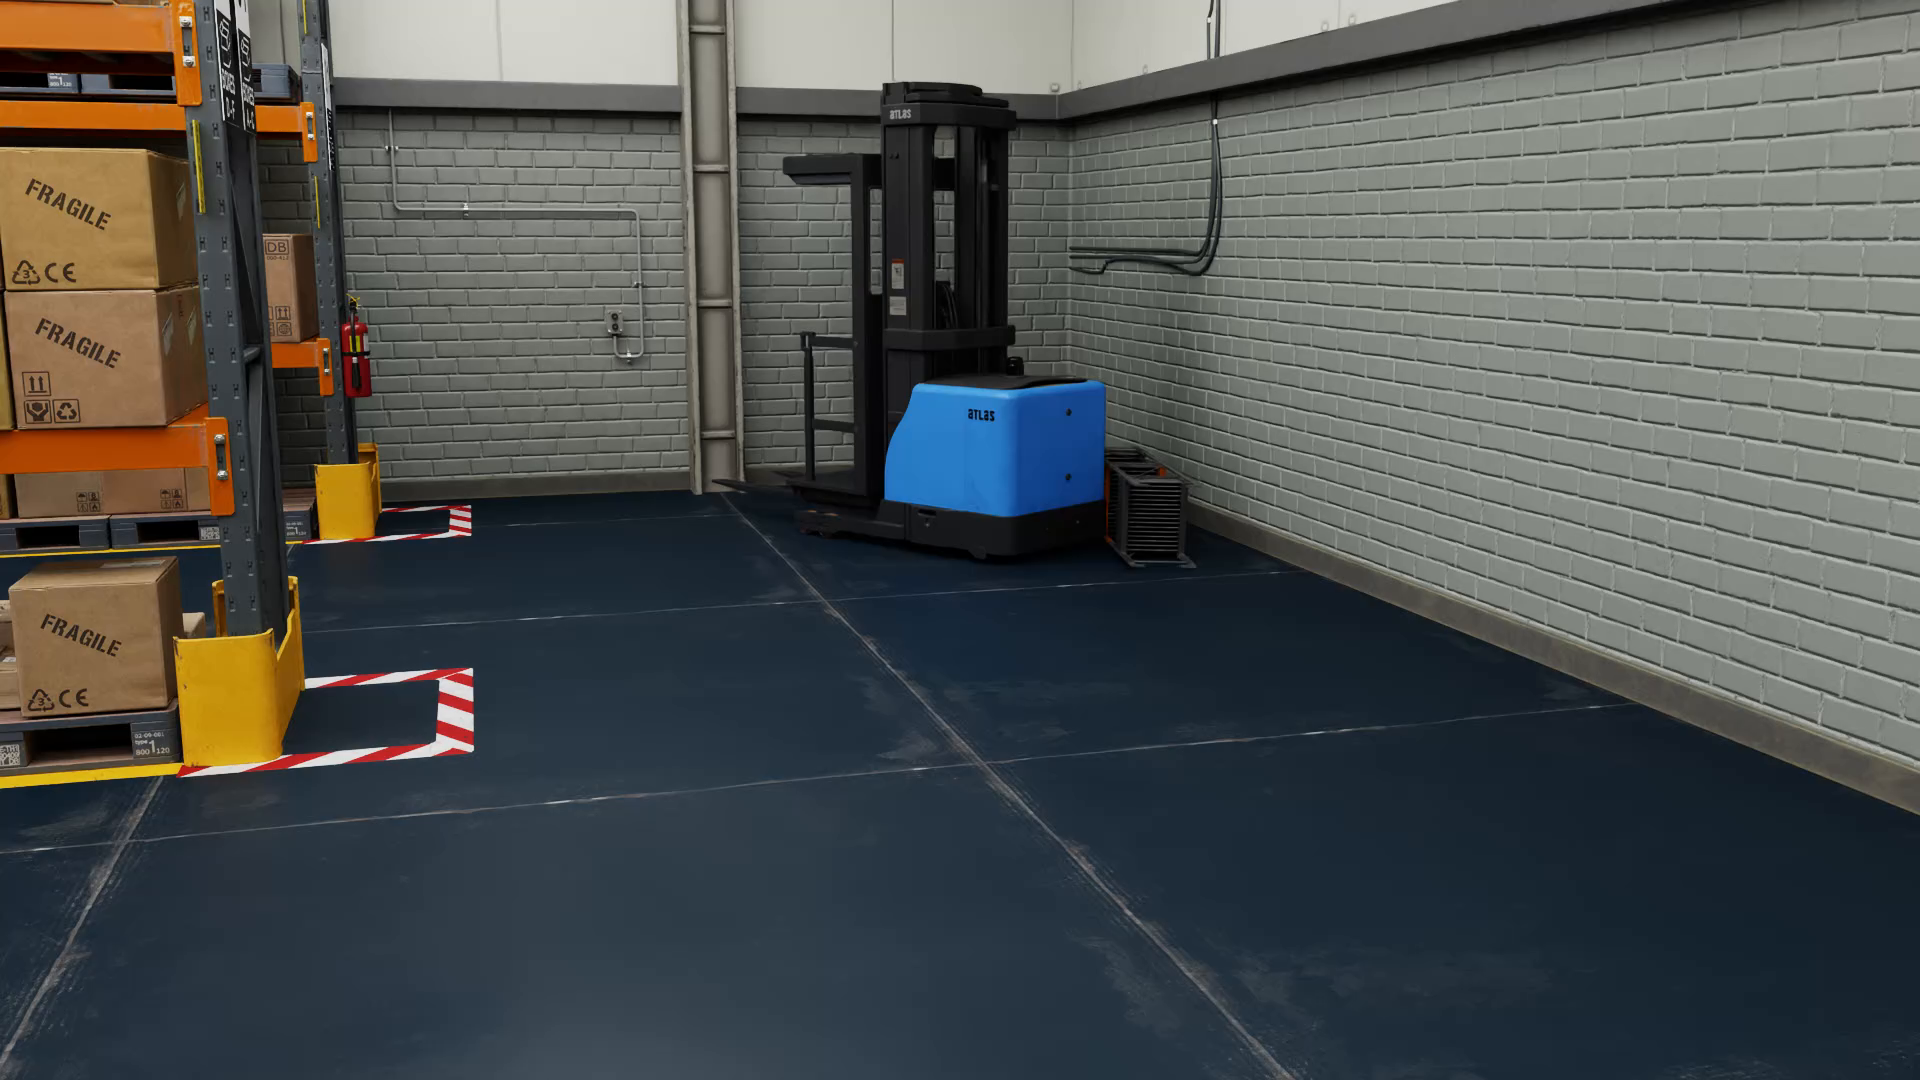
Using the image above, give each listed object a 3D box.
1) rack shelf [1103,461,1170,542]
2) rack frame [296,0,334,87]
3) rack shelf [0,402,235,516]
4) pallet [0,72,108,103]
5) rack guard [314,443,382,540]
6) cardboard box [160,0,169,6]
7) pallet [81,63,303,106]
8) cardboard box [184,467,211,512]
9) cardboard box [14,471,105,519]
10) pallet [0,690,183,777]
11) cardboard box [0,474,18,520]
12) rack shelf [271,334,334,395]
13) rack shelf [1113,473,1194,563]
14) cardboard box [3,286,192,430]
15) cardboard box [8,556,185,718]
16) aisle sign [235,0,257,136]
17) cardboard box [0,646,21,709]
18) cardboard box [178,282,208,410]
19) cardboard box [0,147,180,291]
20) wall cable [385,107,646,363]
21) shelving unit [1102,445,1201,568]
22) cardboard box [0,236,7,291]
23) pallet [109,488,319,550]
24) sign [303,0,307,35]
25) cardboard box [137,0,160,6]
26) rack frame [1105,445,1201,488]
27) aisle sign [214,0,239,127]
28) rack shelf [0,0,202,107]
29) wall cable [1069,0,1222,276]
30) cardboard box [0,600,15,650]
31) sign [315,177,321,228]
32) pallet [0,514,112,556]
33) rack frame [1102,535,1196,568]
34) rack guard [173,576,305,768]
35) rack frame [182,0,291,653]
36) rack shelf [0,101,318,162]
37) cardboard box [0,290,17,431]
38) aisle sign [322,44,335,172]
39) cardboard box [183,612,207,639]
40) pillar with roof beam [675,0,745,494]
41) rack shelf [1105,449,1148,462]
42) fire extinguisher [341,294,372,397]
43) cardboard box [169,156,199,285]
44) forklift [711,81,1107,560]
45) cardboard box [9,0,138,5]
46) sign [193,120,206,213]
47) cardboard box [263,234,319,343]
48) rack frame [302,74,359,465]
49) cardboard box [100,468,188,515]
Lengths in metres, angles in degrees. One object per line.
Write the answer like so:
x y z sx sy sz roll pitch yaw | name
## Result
1.147 -0.260 10.971 0.431 0.480 0.518 1 10 -5 | rack shelf
-4.271 -4.530 10.800 0.127 3.000 1.000 -3 11 -16 | rack frame
-4.803 -0.264 6.182 4.000 0.370 1.077 -3 11 -16 | rack shelf
-6.153 -2.910 10.527 1.213 0.211 1.003 -3 11 -16 | pallet
-4.248 -0.352 11.576 0.348 0.500 1.175 -3 11 -16 | rack guard
-4.897 -3.521 10.511 0.500 0.500 0.500 -3 11 -16 | cardboard box
-4.980 -2.972 10.866 1.213 0.211 1.003 -3 11 -16 | pallet
-4.915 -0.504 11.245 0.500 0.500 0.700 -3 11 -16 | cardboard box
-5.878 -0.453 10.968 0.500 0.500 0.700 -3 11 -18 | cardboard box
-3.721 0.697 6.678 1.213 0.211 1.003 -3 11 -16 | pallet
-6.388 -0.425 10.815 0.500 0.500 0.700 -3 11 -15 | cardboard box
-6.191 -1.125 10.859 4.000 0.370 1.077 -3 11 -16 | rack shelf
1.205 -0.141 10.284 0.431 0.480 0.518 1 10 -5 | rack shelf
-3.236 -0.698 6.277 0.500 0.500 0.500 -3 11 -14 | cardboard box
-3.336 0.364 6.471 0.500 0.500 0.500 -3 11 -16 | cardboard box
-2.899 -2.052 6.727 0.004 0.787 0.394 -3 11 -16 | aisle sign
-3.750 0.533 6.475 0.250 0.166 0.380 -3 11 -16 | cardboard box
-3.382 -0.791 6.785 0.500 0.500 0.500 -3 11 -15 | cardboard box
-3.233 -1.189 6.185 0.500 0.500 0.500 -3 11 -16 | cardboard box
-3.306 -2.309 12.497 1.851 1.984 0.084 -3 11 -16 | wall cable
1.146 -0.263 10.984 0.431 0.503 2.100 1 10 -5 | shelving unit
-3.718 -1.164 6.045 0.500 0.500 0.500 -3 11 -14 | cardboard box
-5.016 -0.154 11.302 1.213 0.211 1.003 -3 11 -16 | pallet
-4.132 -3.357 10.482 0.005 0.325 0.100 -3 11 -16 | sign
-3.447 -2.139 6.508 0.500 0.250 0.500 -3 11 -16 | cardboard box
1.155 -0.503 10.943 0.400 0.015 2.100 1 10 -5 | rack frame
-2.731 -1.948 6.161 0.004 0.787 0.394 -3 11 -16 | aisle sign
-4.803 -1.739 5.910 4.000 0.370 1.077 -3 11 -16 | rack shelf
1.260 -3.227 12.299 0.112 2.526 3.097 -3 11 -16 | wall cable
-3.964 0.421 6.857 0.500 0.250 0.500 -3 11 -16 | cardboard box
-4.132 -2.171 10.701 0.005 0.325 0.100 -3 11 -16 | sign
-6.186 -0.093 10.970 1.213 0.211 1.003 -3 11 -16 | pallet
1.137 -0.022 11.025 0.400 0.015 2.100 1 10 -5 | rack frame
-2.955 0.514 6.872 0.348 0.500 1.175 -3 11 -16 | rack guard
-2.882 -0.719 6.667 0.127 3.000 1.000 -3 11 -16 | rack frame
-6.191 -2.600 10.587 4.000 0.370 1.077 -3 11 -16 | rack shelf
-3.733 -0.671 6.132 0.500 0.500 0.500 -3 11 -15 | cardboard box
-4.118 -2.810 10.844 0.004 0.787 0.394 -3 11 -16 | aisle sign
-3.381 0.428 7.094 0.250 0.149 0.380 -3 11 -16 | cardboard box
-0.717 -4.069 8.294 0.400 9.000 9.100 -3 11 -16 | pillar with roof beam
1.089 -0.380 11.658 0.431 0.480 0.518 1 10 -5 | rack shelf
-3.997 -1.286 10.990 0.183 0.674 0.296 -3 11 -16 | fire extinguisher
-3.382 -1.283 6.694 0.500 0.500 0.500 -3 11 -14 | cardboard box
-0.481 -1.520 11.207 3.031 2.935 1.130 9 14 41 | forklift
-3.302 -2.049 6.019 0.500 0.250 0.500 -3 11 -16 | cardboard box
-2.747 -1.346 6.004 0.005 0.325 0.100 -3 11 -16 | sign
-4.757 -1.700 11.166 0.700 0.700 0.980 -3 11 -13 | cardboard box
-4.271 -1.580 11.343 0.127 3.000 1.000 -3 11 -16 | rack frame
-5.395 -0.479 11.107 0.500 0.500 0.700 -3 11 -16 | cardboard box
